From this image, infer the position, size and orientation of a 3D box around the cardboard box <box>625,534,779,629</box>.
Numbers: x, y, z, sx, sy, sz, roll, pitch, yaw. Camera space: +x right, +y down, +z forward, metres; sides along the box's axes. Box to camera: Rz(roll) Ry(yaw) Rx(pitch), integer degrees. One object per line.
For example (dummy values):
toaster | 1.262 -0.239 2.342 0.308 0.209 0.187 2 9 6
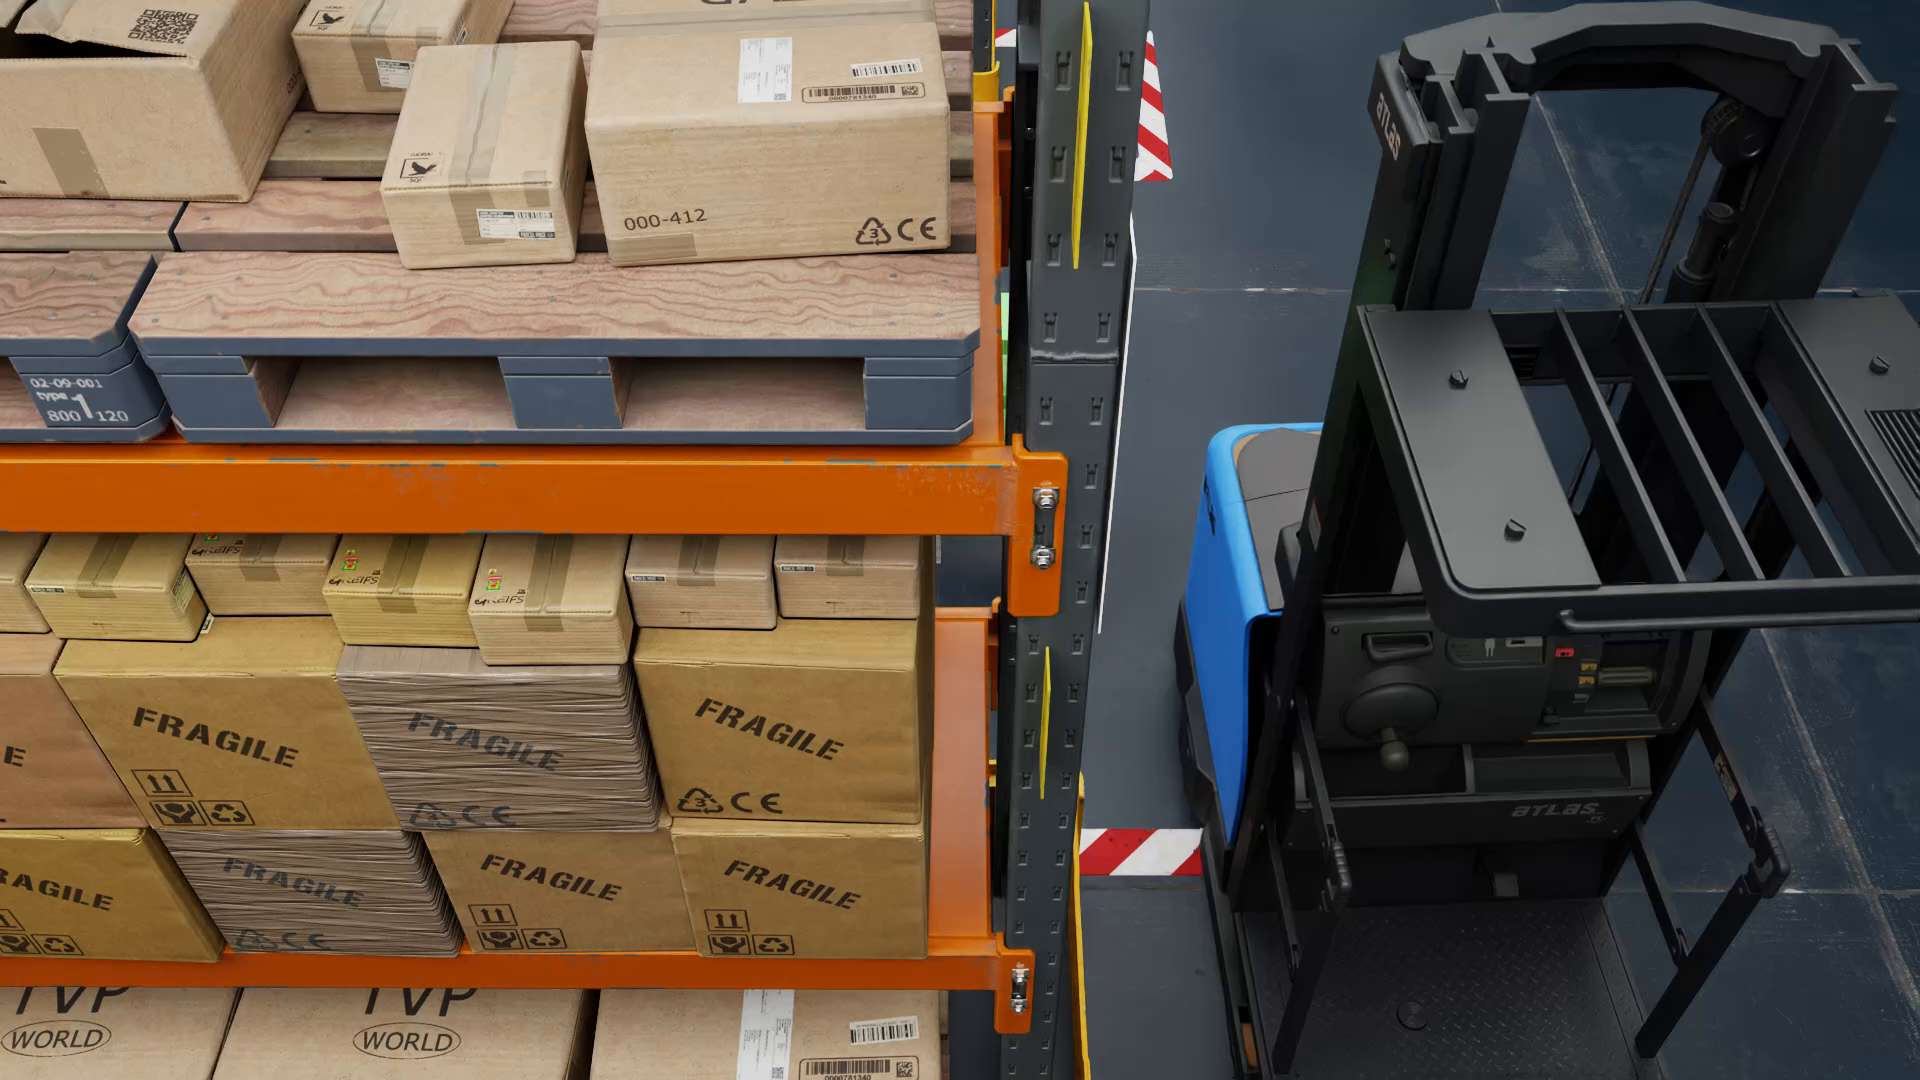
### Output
cardboard box | -0.448 -0.029 3.033 0.250 0.149 0.380 1 47 1

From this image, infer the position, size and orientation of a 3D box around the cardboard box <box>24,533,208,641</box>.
cardboard box | -1.470 -0.009 3.015 0.250 0.149 0.380 1 47 1

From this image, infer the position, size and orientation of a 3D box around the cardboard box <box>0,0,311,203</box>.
cardboard box | -1.331 -0.805 2.607 0.500 0.311 0.500 1 47 1

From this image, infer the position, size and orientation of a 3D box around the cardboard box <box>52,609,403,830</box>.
cardboard box | -1.335 0.219 3.246 0.500 0.500 0.500 0 47 0

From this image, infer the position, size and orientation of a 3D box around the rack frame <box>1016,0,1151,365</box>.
rack frame | 0.166 -1.640 1.629 0.127 3.000 1.000 0 47 0

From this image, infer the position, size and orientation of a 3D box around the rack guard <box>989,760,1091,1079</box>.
rack guard | 0.190 1.256 4.740 0.348 0.500 1.175 0 47 0

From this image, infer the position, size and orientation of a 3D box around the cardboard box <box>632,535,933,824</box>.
cardboard box | -0.317 0.202 3.261 0.500 0.500 0.500 2 47 1

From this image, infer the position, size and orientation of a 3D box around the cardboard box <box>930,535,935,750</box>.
cardboard box | -0.313 0.159 3.985 0.500 0.500 0.500 0 47 0

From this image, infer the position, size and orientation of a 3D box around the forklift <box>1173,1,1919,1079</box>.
forklift | 1.335 0.442 3.837 1.130 2.935 3.031 -2 47 -2

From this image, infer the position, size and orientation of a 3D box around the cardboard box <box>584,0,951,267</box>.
cardboard box | -0.285 -0.679 2.531 0.500 0.250 0.500 -4 47 -3

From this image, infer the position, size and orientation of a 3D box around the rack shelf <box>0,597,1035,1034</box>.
rack shelf | -1.834 0.644 4.093 4.000 0.370 1.077 0 47 0

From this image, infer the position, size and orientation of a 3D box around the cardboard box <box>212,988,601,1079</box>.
cardboard box | -1.410 1.209 4.539 0.875 0.438 0.875 1 47 1

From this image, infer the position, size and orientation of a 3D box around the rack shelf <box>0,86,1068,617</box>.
rack shelf | -1.834 -0.378 2.995 4.000 0.370 1.077 0 47 0

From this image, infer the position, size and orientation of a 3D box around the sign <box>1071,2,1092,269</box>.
sign | 0.150 -0.495 2.062 0.005 0.325 0.100 0 47 0

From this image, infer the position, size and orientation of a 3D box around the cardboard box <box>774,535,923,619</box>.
cardboard box | -0.194 -0.046 3.049 0.250 0.149 0.380 1 47 1

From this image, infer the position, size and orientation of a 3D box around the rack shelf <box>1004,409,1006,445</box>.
rack shelf | 0.166 -0.365 5.857 0.480 0.148 0.258 0 47 0

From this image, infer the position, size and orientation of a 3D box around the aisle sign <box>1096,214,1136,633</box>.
aisle sign | 0.236 -0.255 2.662 0.004 0.787 0.394 0 47 0

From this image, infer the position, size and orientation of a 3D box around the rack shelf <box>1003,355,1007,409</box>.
rack shelf | 0.166 -0.528 5.681 0.480 0.148 0.258 0 47 0

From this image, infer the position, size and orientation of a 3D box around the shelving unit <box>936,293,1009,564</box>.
shelving unit | 0.166 -0.408 5.810 0.503 1.200 0.258 0 47 0

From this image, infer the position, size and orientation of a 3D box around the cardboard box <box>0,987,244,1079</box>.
cardboard box | -2.312 1.205 4.542 0.875 0.438 0.875 -1 47 -1

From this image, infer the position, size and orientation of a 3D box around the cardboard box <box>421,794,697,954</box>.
cardboard box | -0.820 0.550 3.621 0.500 0.500 0.500 -1 47 -1

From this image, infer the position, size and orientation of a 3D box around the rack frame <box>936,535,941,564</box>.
rack frame | -0.078 -0.409 5.811 0.015 1.200 0.240 0 47 0

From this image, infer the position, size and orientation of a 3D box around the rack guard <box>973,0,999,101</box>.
rack guard | 0.007 -2.368 8.113 0.348 0.500 1.175 0 47 0

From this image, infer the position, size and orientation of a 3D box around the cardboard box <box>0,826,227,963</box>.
cardboard box | -1.850 0.564 3.608 0.500 0.500 0.500 1 47 1

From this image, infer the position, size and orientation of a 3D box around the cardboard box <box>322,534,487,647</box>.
cardboard box | -0.958 0.001 3.005 0.250 0.149 0.380 1 47 1

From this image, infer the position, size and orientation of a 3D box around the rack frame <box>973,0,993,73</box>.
rack frame | 0.083 -3.220 7.198 0.127 3.000 1.000 0 47 0

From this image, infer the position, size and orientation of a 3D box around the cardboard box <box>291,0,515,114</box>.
cardboard box | -0.922 -0.881 2.788 0.250 0.149 0.380 2 47 2

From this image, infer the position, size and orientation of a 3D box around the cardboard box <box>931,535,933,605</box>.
cardboard box | -0.313 -0.180 3.617 0.500 0.500 0.500 -1 47 -1

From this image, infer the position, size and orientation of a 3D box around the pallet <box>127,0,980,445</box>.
pallet | -0.576 -0.582 2.754 1.213 0.211 1.003 0 47 0

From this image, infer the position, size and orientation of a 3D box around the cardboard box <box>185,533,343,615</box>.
cardboard box | -1.219 -0.052 3.054 0.250 0.149 0.380 0 47 0

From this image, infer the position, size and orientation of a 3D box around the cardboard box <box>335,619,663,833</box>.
cardboard box | -0.840 0.222 3.242 0.500 0.500 0.500 0 47 0

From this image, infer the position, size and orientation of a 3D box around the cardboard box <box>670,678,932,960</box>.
cardboard box | -0.318 0.562 3.609 0.500 0.500 0.500 0 47 0

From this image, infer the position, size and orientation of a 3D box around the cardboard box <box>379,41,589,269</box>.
cardboard box | -0.704 -0.587 2.515 0.250 0.149 0.380 -3 47 -3

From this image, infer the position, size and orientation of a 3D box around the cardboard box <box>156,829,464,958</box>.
cardboard box | -1.334 0.556 3.615 0.500 0.500 0.500 1 47 1

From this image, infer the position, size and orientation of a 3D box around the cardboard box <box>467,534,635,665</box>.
cardboard box | -0.706 0.032 2.977 0.250 0.149 0.380 0 47 0

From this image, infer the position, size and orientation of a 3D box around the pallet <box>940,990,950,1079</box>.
pallet | -0.634 1.409 4.794 1.213 0.211 1.003 0 47 0

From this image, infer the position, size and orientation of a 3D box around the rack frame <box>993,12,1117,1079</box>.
rack frame | 0.166 0.404 3.825 0.127 3.000 1.000 0 47 0

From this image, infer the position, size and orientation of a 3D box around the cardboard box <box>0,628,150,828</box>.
cardboard box | -1.837 0.216 3.248 0.500 0.500 0.500 0 47 0

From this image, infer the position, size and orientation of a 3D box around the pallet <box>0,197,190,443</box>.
pallet | -1.799 -0.583 2.755 1.213 0.211 1.003 0 47 0

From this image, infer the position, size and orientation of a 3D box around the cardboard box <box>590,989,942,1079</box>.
cardboard box | -0.495 1.205 4.542 0.875 0.438 0.875 -1 47 -1

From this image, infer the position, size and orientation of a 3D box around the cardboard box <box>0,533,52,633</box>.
cardboard box | -1.733 -0.024 3.028 0.250 0.149 0.380 2 47 1

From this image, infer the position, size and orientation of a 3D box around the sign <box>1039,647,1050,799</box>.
sign | 0.150 0.326 2.944 0.005 0.325 0.100 0 47 0

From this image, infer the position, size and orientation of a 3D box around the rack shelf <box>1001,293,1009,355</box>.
rack shelf | 0.166 -0.692 5.506 0.480 0.148 0.258 0 47 0
